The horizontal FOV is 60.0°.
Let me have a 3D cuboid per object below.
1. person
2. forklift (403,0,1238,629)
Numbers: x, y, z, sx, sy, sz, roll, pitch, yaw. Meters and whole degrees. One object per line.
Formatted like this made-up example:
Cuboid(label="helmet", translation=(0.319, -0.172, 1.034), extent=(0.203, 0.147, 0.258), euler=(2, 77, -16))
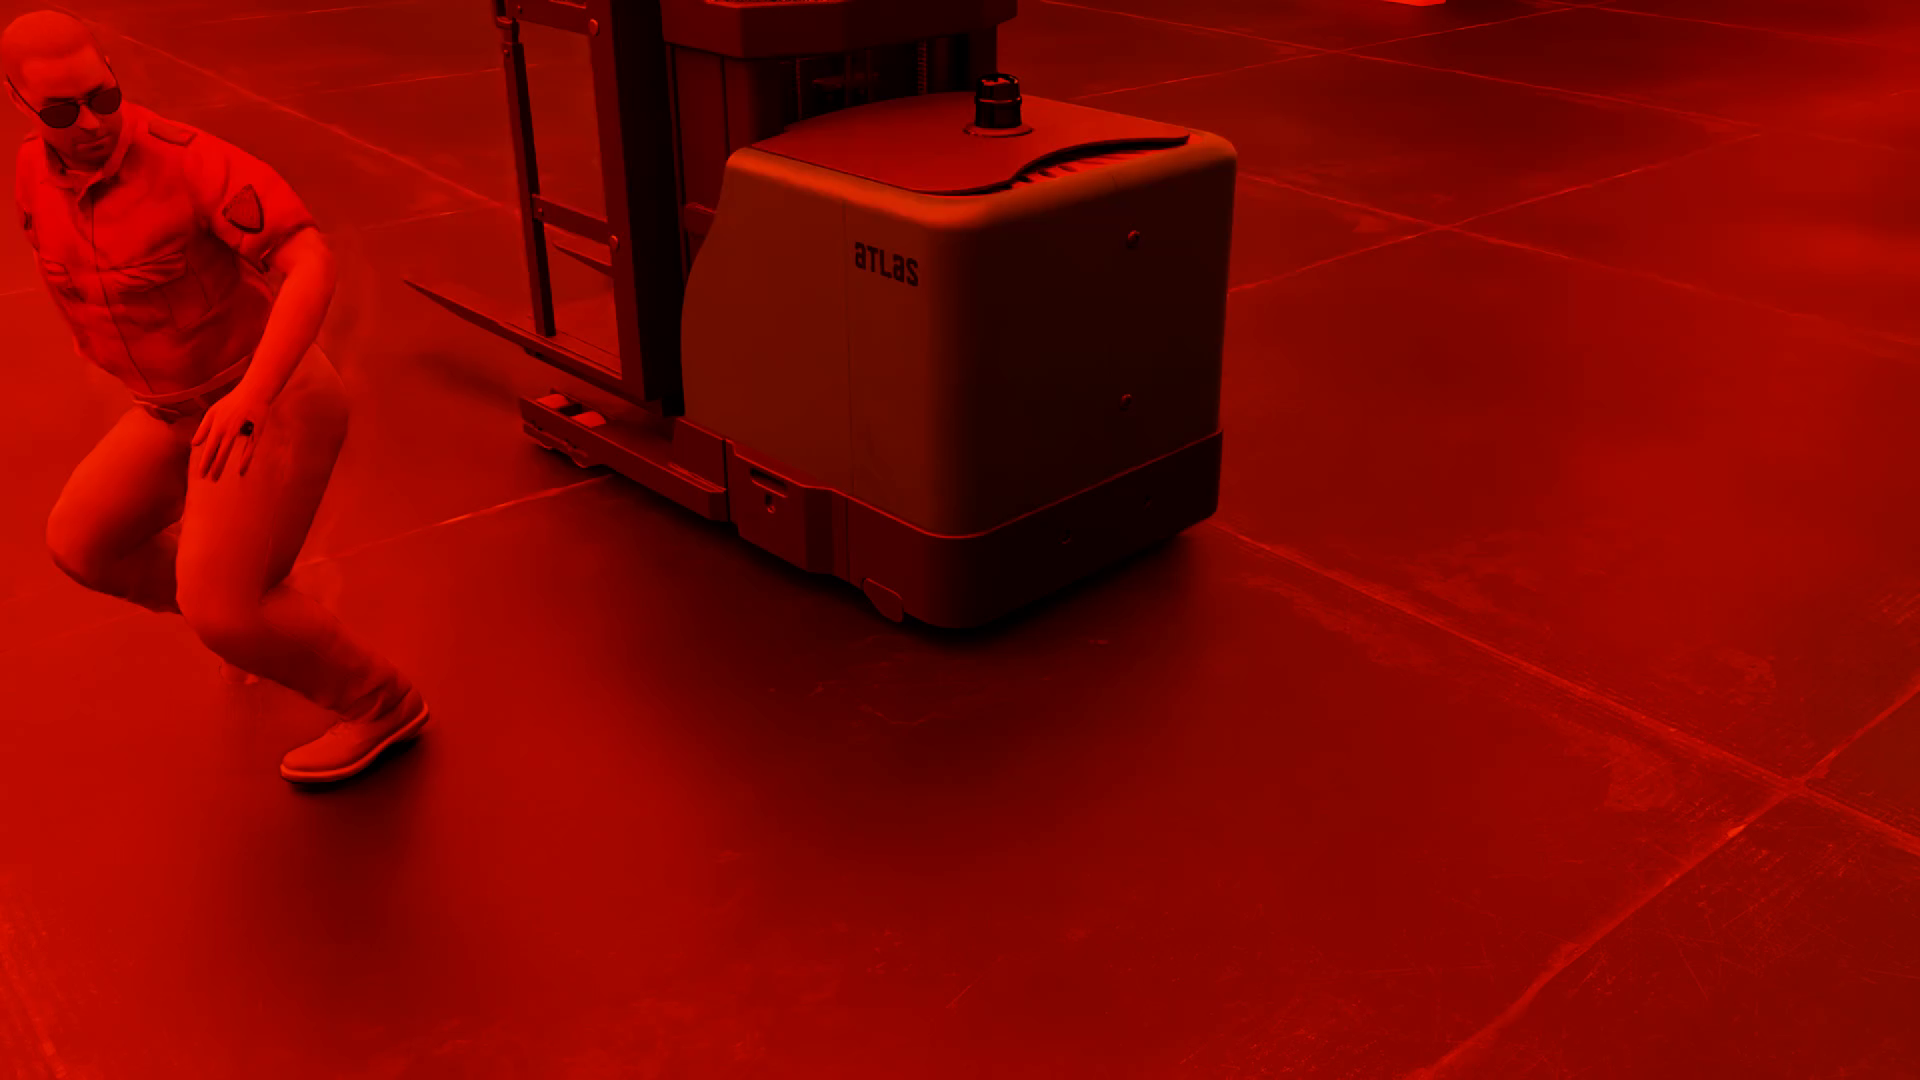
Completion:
Cuboid(label="person", translation=(-1.572, -0.248, 3.354), extent=(1.003, 1.629, 0.503), euler=(16, 31, 29))
Cuboid(label="forklift", translation=(-0.683, -1.665, 4.560), extent=(1.130, 2.935, 3.031), euler=(-23, 35, -38))
